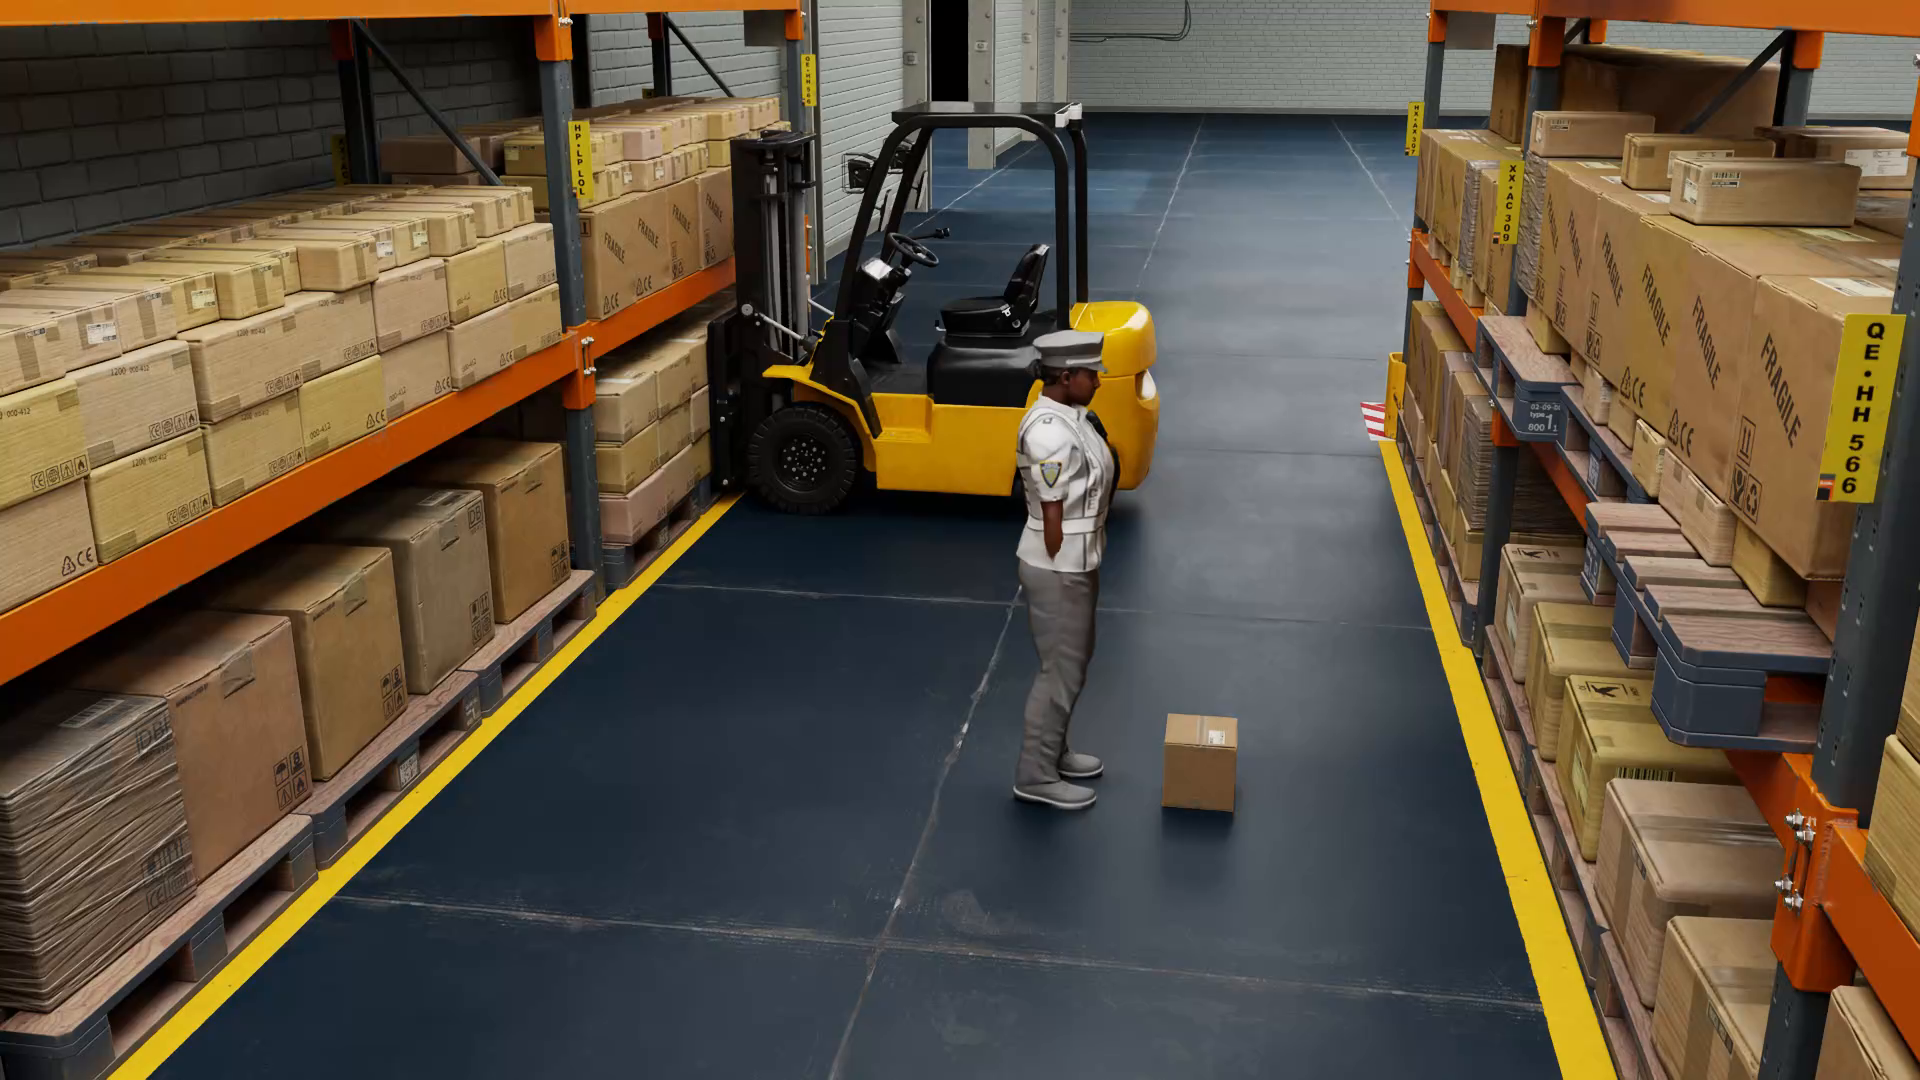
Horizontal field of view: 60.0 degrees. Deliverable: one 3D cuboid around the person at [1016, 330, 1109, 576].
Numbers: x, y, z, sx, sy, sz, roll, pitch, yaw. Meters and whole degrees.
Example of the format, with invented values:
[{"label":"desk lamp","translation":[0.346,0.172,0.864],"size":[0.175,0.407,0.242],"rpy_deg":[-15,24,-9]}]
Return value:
[{"label":"person","translation":[0.356,-0.228,5.681],"size":[0.318,0.984,0.434],"rpy_deg":[3,18,10]}]
